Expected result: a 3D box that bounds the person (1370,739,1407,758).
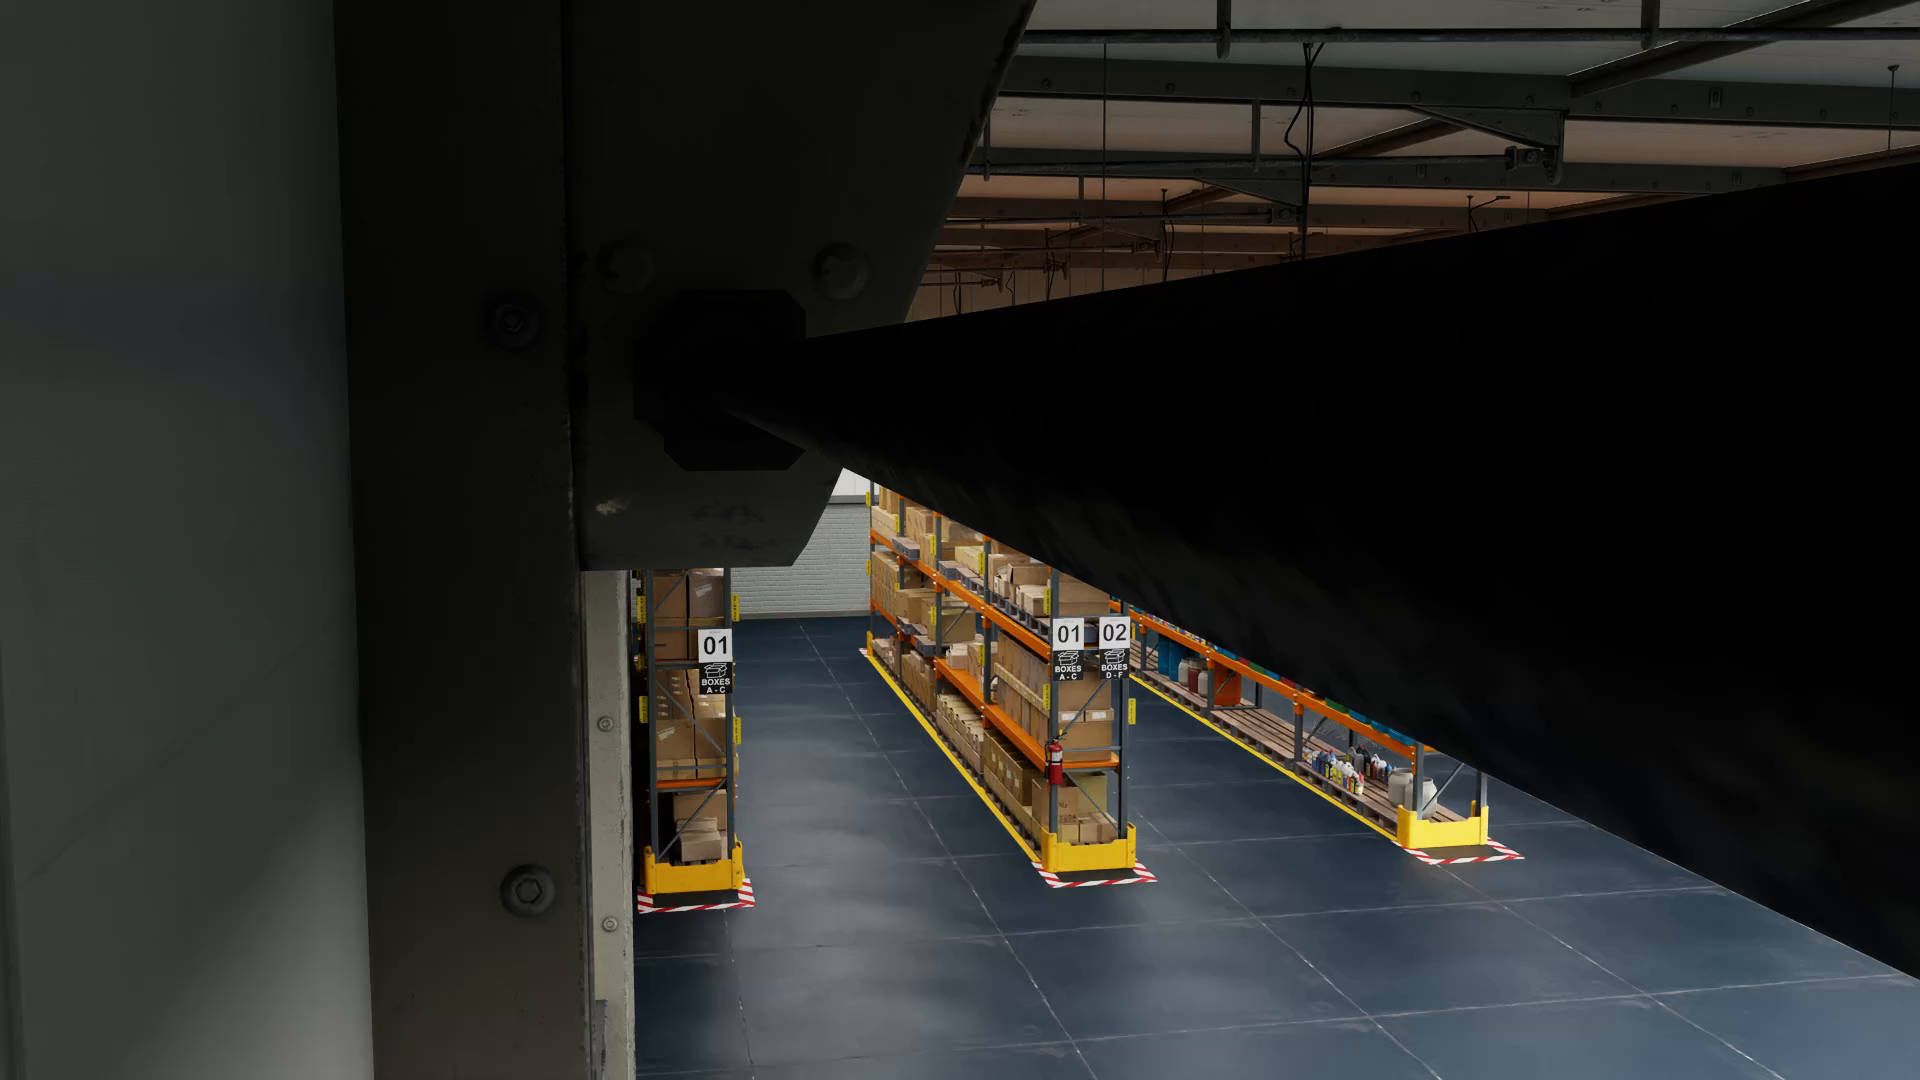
[{"bbox_3d":[7.068,2.748,27.290,0.579,1.546,0.919,-4,7,-33],"label":"person"}]
